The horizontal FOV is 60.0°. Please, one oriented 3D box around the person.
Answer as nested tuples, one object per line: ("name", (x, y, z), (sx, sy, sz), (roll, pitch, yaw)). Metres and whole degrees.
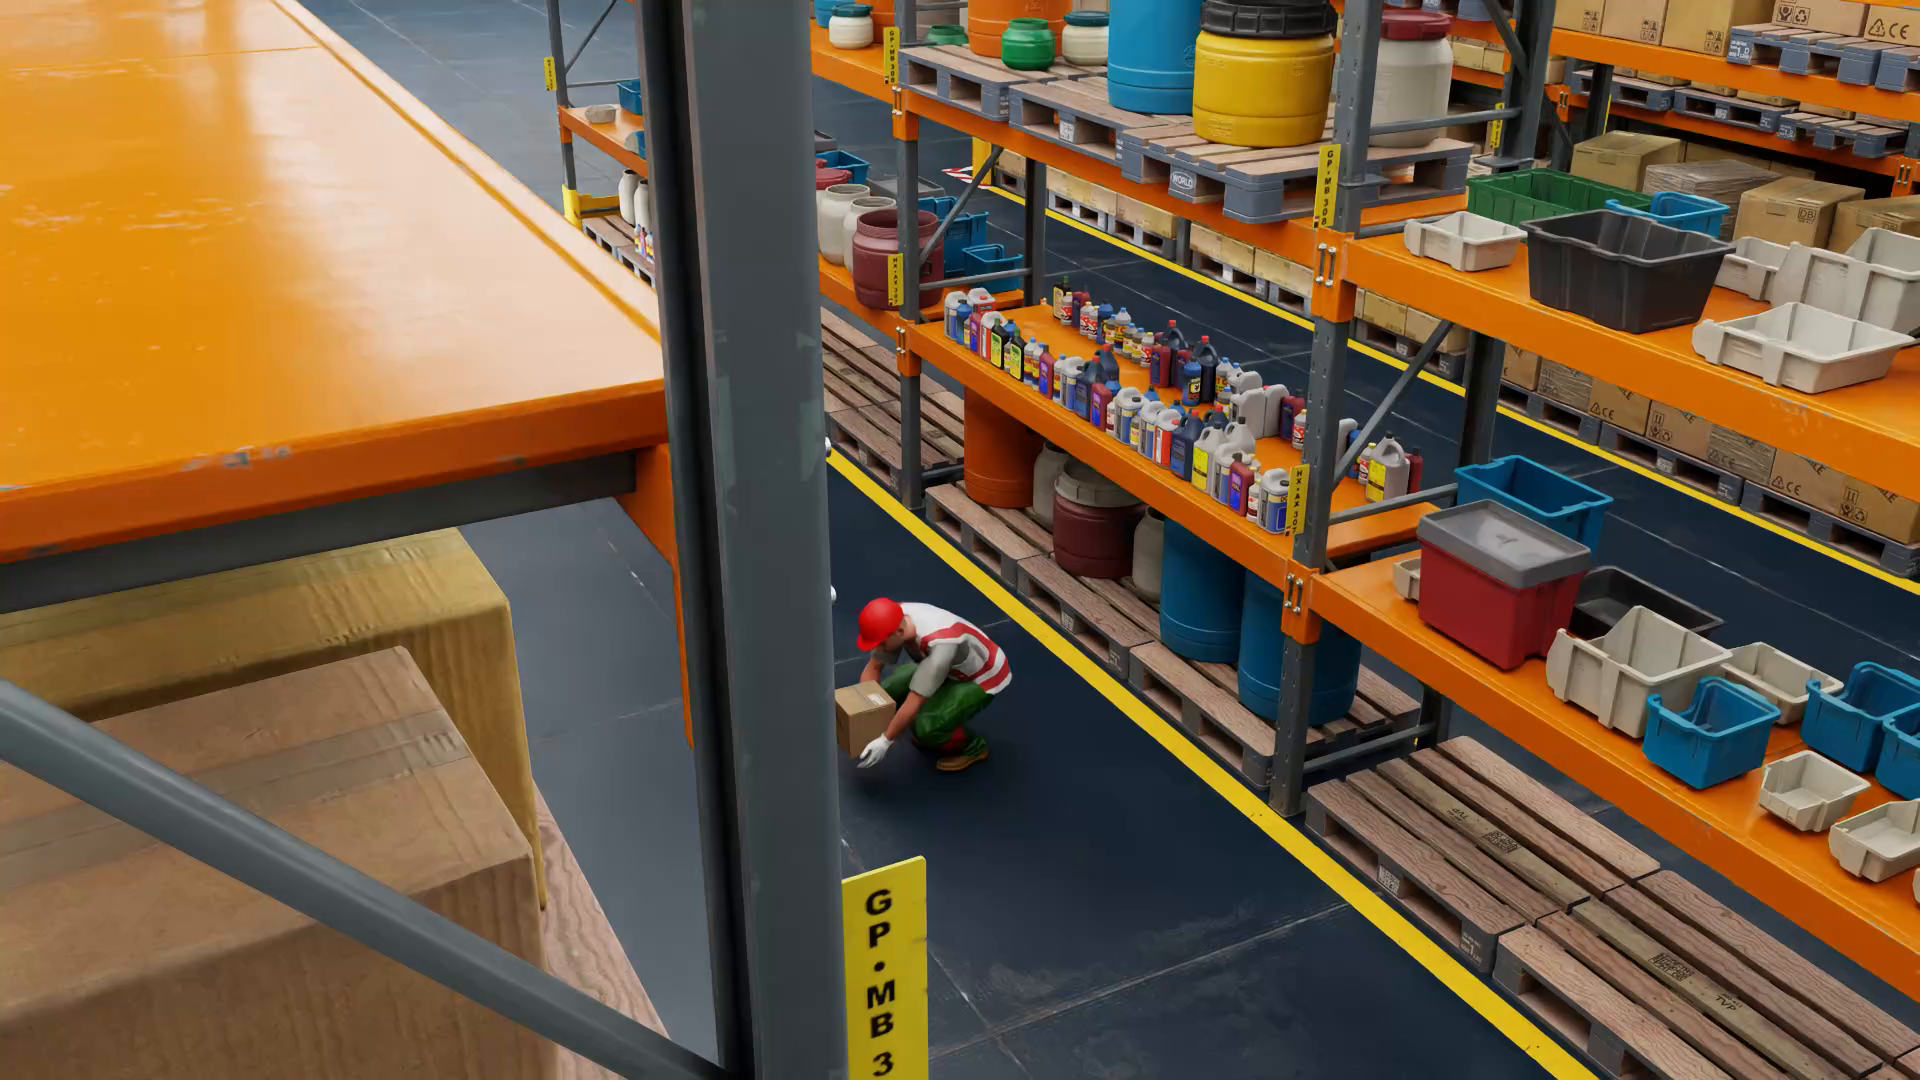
("person", (-0.166, 0.660, 8.128), (0.880, 0.991, 0.565), (-13, 28, -25))
